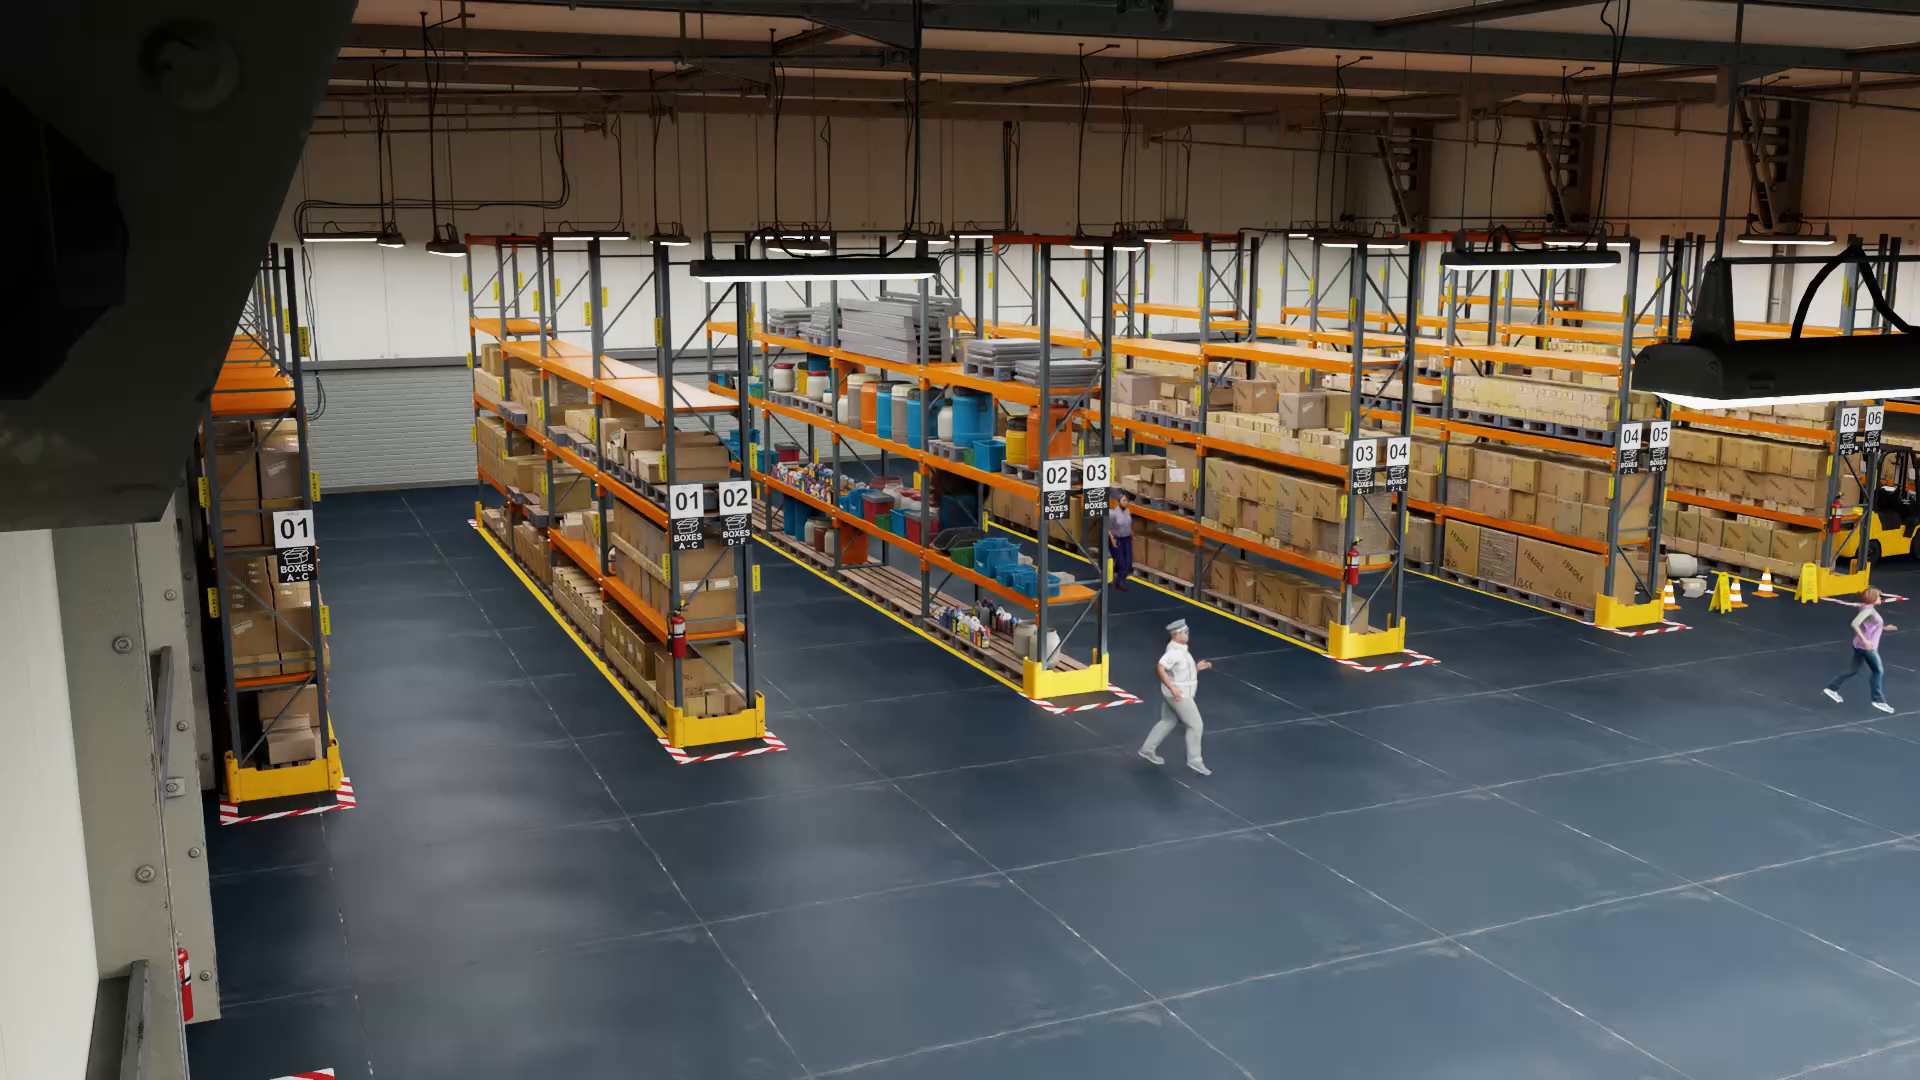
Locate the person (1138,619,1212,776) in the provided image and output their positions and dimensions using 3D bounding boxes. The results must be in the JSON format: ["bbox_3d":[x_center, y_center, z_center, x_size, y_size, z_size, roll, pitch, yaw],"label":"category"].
[{"bbox_3d":[2.493,1.805,19.147,0.837,1.838,0.643,0,11,-1],"label":"person"}]

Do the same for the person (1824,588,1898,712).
[{"bbox_3d":[11.726,1.407,21.566,0.825,1.613,0.528,3,11,17],"label":"person"}]

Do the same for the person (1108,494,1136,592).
[{"bbox_3d":[2.595,0.032,27.279,0.593,1.611,0.519,-8,13,-35],"label":"person"}]

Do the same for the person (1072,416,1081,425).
[{"bbox_3d":[2.594,-2.134,39.448,0.766,1.752,1.046,1,11,5],"label":"person"}]
